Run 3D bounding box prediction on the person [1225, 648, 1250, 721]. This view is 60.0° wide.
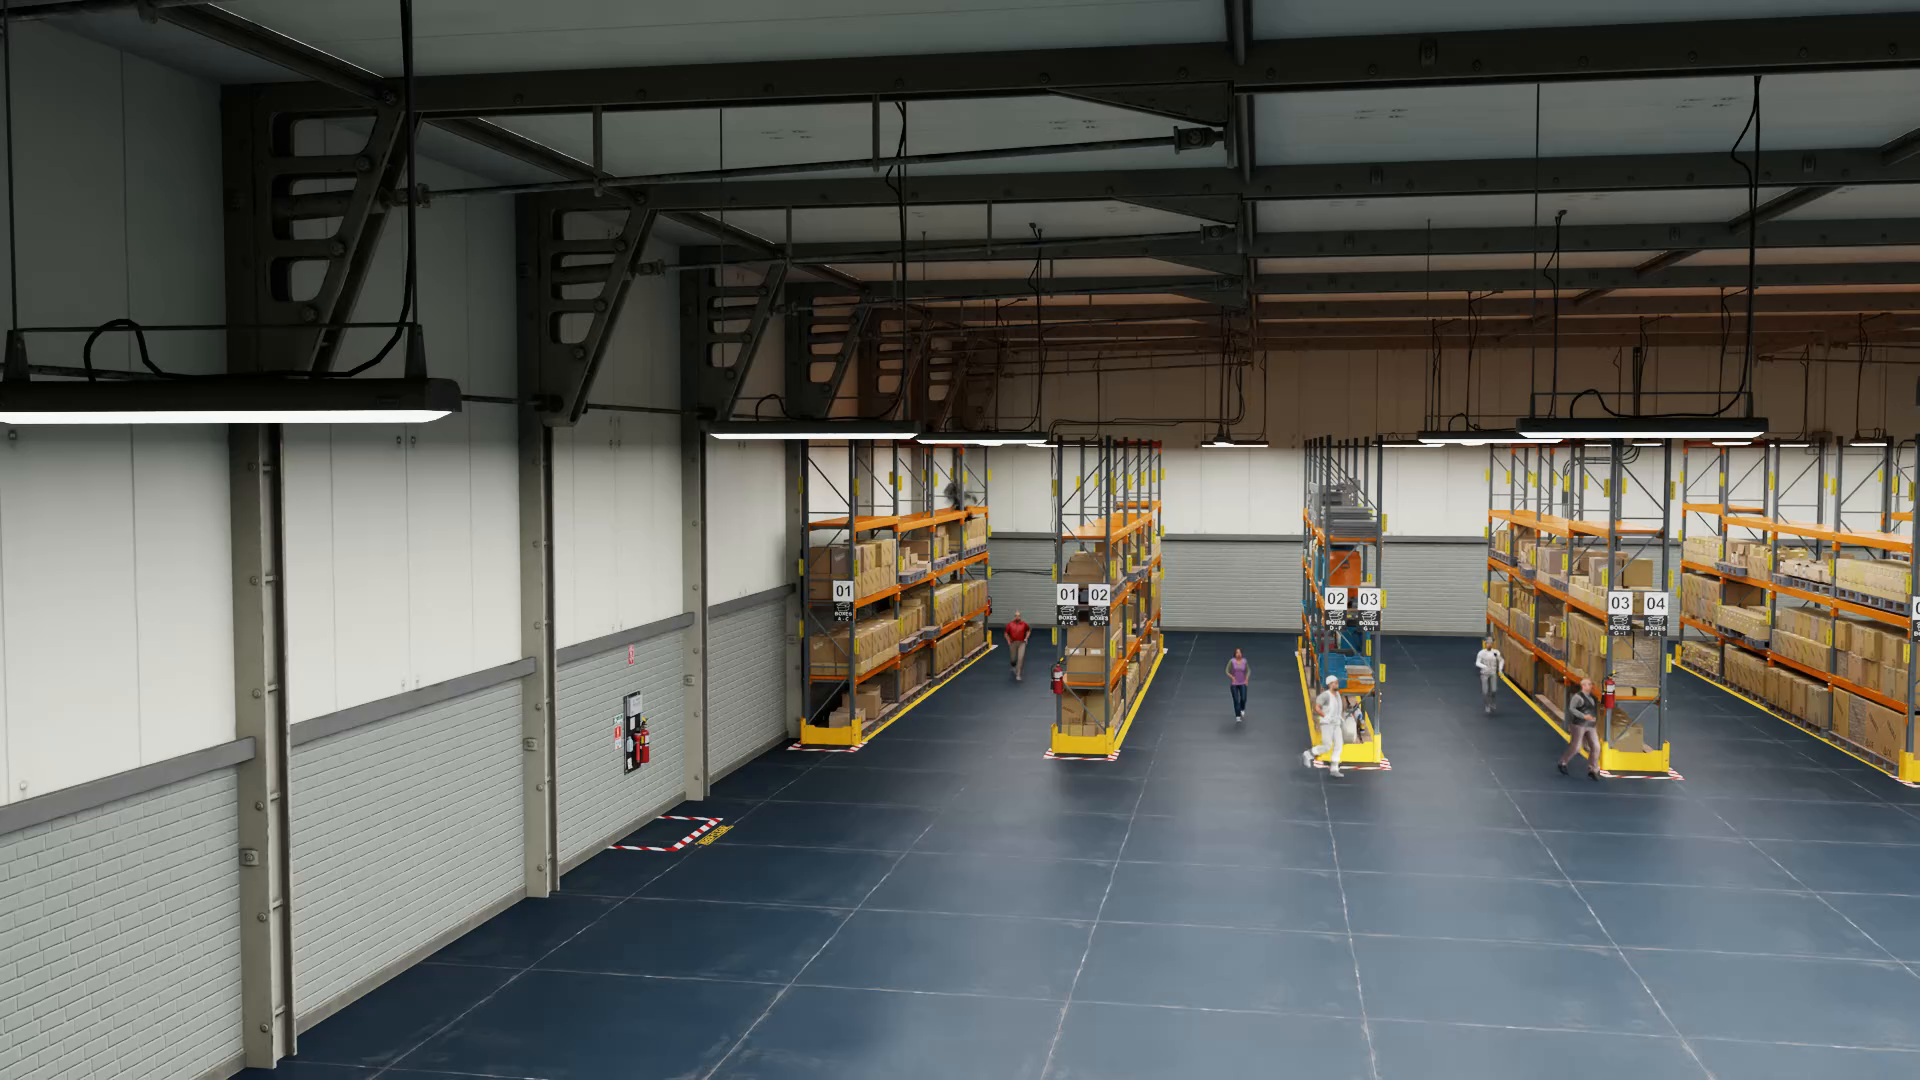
[{"bbox_3d":[5.847,3.045,34.956,0.540,1.561,0.520,0,3,4],"label":"person"}]

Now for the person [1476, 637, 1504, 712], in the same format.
[{"bbox_3d":[11.534,2.934,36.180,0.597,1.654,0.569,1,3,14],"label":"person"}]

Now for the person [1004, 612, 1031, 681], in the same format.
[{"bbox_3d":[1.443,2.642,41.576,0.663,1.694,0.752,0,3,-2],"label":"person"}]

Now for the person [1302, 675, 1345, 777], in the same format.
[{"bbox_3d":[6.552,3.264,29.358,0.718,1.730,0.874,-3,4,-41],"label":"person"}]

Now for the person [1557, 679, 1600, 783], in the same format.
[{"bbox_3d":[10.897,3.294,29.018,0.697,1.747,0.868,-1,3,-25],"label":"person"}]
